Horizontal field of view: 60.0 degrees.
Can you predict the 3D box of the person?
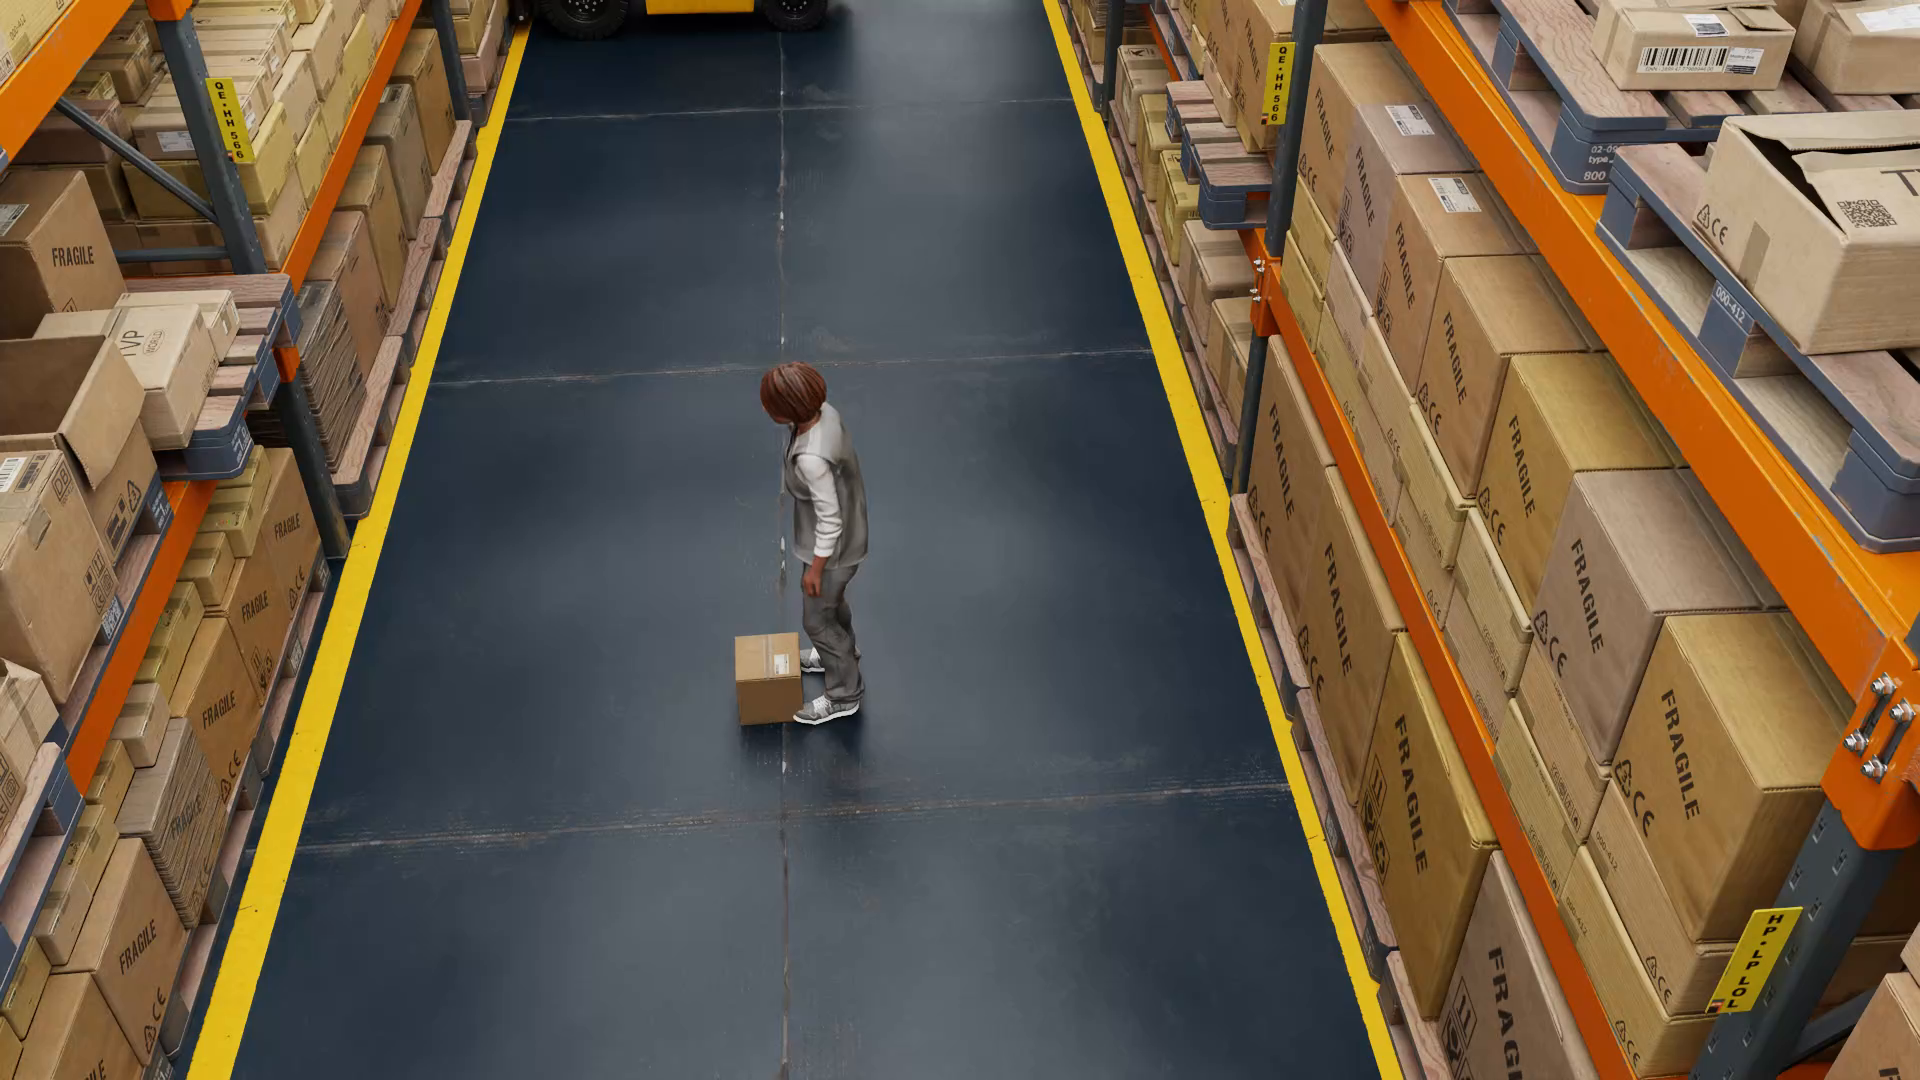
[{"bbox_3d":[-0.512,0.010,6.153,0.347,1.592,0.464,-3,40,-4],"label":"person"}]
